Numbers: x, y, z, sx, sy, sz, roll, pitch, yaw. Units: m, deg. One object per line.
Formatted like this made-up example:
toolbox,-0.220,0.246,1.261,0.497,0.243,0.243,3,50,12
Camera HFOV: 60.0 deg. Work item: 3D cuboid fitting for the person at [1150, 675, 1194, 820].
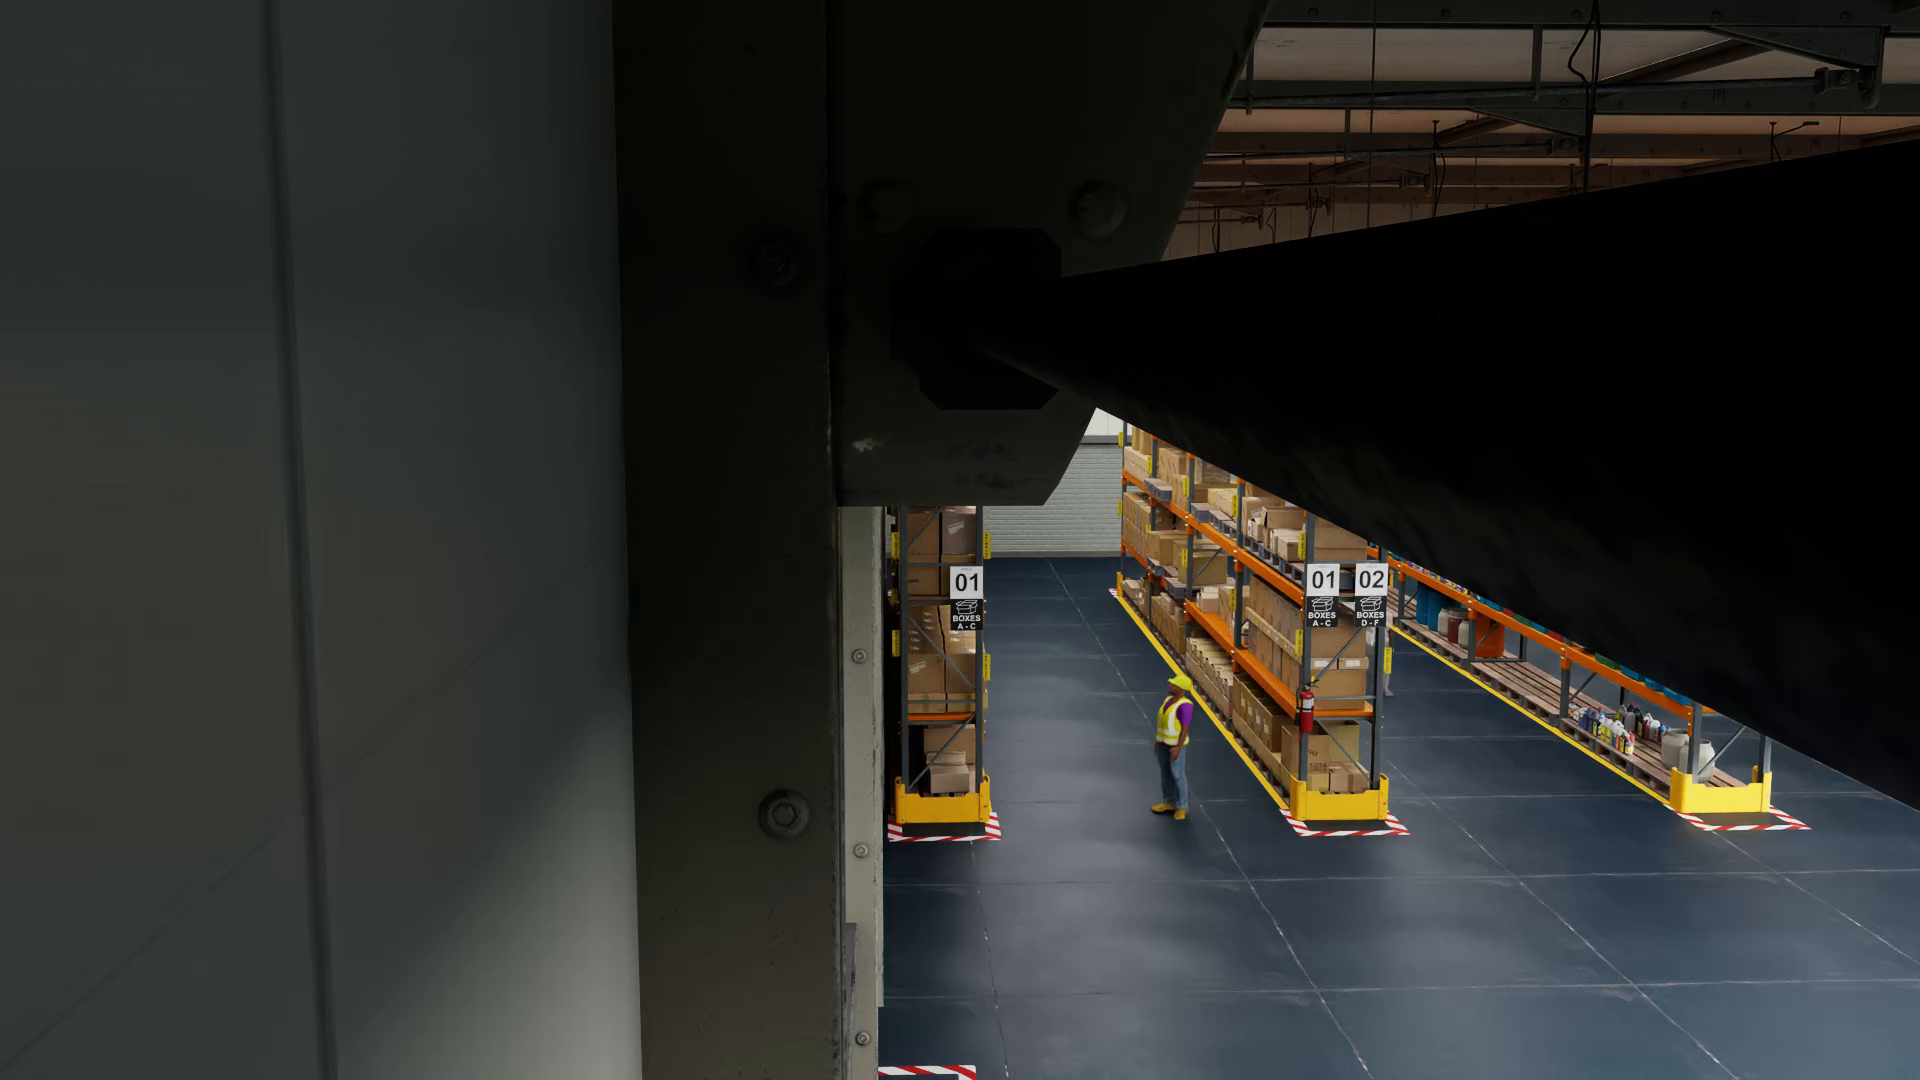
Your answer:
person,2.635,2.567,20.758,0.464,1.799,0.599,-7,10,-39

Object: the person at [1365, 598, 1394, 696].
person,6.828,1.688,27.275,0.546,1.646,0.939,-2,8,-12
